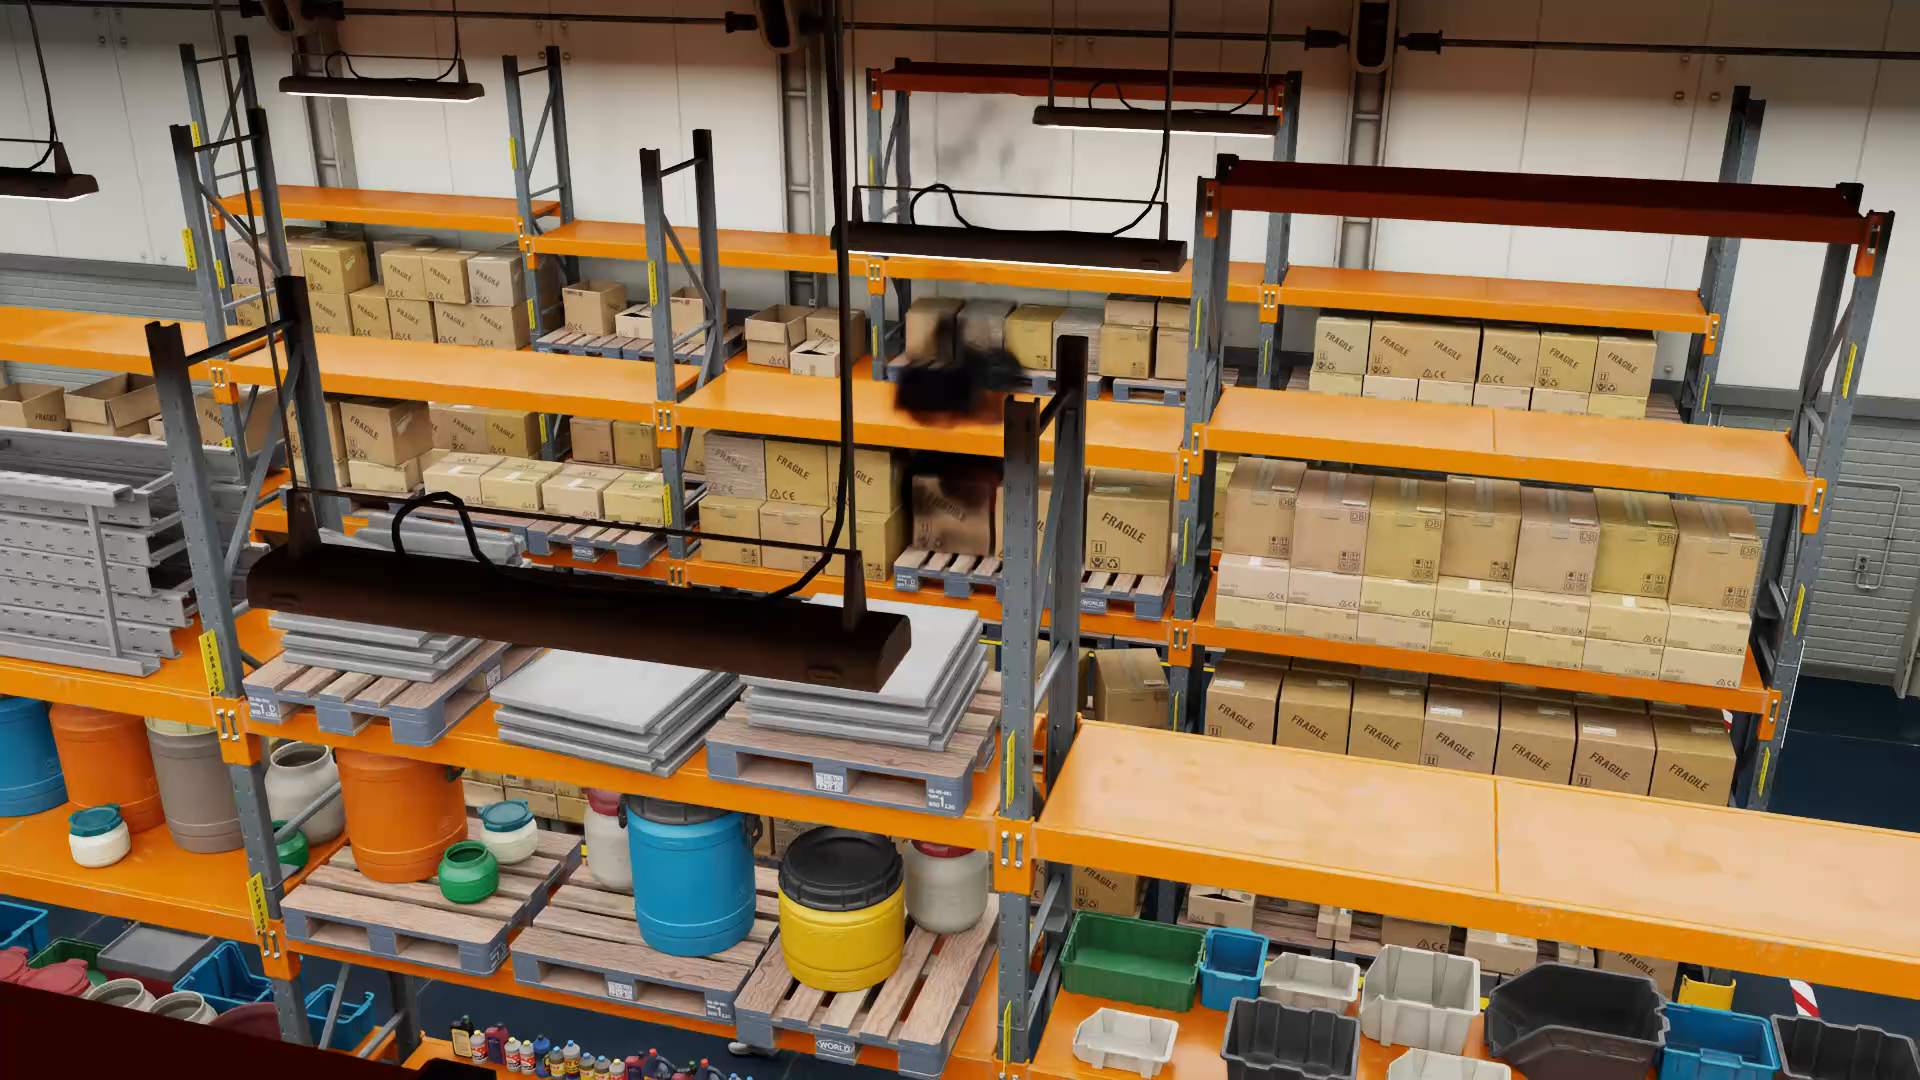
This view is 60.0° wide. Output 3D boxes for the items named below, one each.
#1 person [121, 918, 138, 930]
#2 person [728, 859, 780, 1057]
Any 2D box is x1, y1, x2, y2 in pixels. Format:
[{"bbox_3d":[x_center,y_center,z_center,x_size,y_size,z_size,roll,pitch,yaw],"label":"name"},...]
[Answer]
[{"bbox_3d":[-5.955,2.640,12.125,1.075,1.822,0.644,6,23,15],"label":"person"},{"bbox_3d":[-1.457,2.922,11.619,0.563,1.621,0.574,2,23,4],"label":"person"}]
